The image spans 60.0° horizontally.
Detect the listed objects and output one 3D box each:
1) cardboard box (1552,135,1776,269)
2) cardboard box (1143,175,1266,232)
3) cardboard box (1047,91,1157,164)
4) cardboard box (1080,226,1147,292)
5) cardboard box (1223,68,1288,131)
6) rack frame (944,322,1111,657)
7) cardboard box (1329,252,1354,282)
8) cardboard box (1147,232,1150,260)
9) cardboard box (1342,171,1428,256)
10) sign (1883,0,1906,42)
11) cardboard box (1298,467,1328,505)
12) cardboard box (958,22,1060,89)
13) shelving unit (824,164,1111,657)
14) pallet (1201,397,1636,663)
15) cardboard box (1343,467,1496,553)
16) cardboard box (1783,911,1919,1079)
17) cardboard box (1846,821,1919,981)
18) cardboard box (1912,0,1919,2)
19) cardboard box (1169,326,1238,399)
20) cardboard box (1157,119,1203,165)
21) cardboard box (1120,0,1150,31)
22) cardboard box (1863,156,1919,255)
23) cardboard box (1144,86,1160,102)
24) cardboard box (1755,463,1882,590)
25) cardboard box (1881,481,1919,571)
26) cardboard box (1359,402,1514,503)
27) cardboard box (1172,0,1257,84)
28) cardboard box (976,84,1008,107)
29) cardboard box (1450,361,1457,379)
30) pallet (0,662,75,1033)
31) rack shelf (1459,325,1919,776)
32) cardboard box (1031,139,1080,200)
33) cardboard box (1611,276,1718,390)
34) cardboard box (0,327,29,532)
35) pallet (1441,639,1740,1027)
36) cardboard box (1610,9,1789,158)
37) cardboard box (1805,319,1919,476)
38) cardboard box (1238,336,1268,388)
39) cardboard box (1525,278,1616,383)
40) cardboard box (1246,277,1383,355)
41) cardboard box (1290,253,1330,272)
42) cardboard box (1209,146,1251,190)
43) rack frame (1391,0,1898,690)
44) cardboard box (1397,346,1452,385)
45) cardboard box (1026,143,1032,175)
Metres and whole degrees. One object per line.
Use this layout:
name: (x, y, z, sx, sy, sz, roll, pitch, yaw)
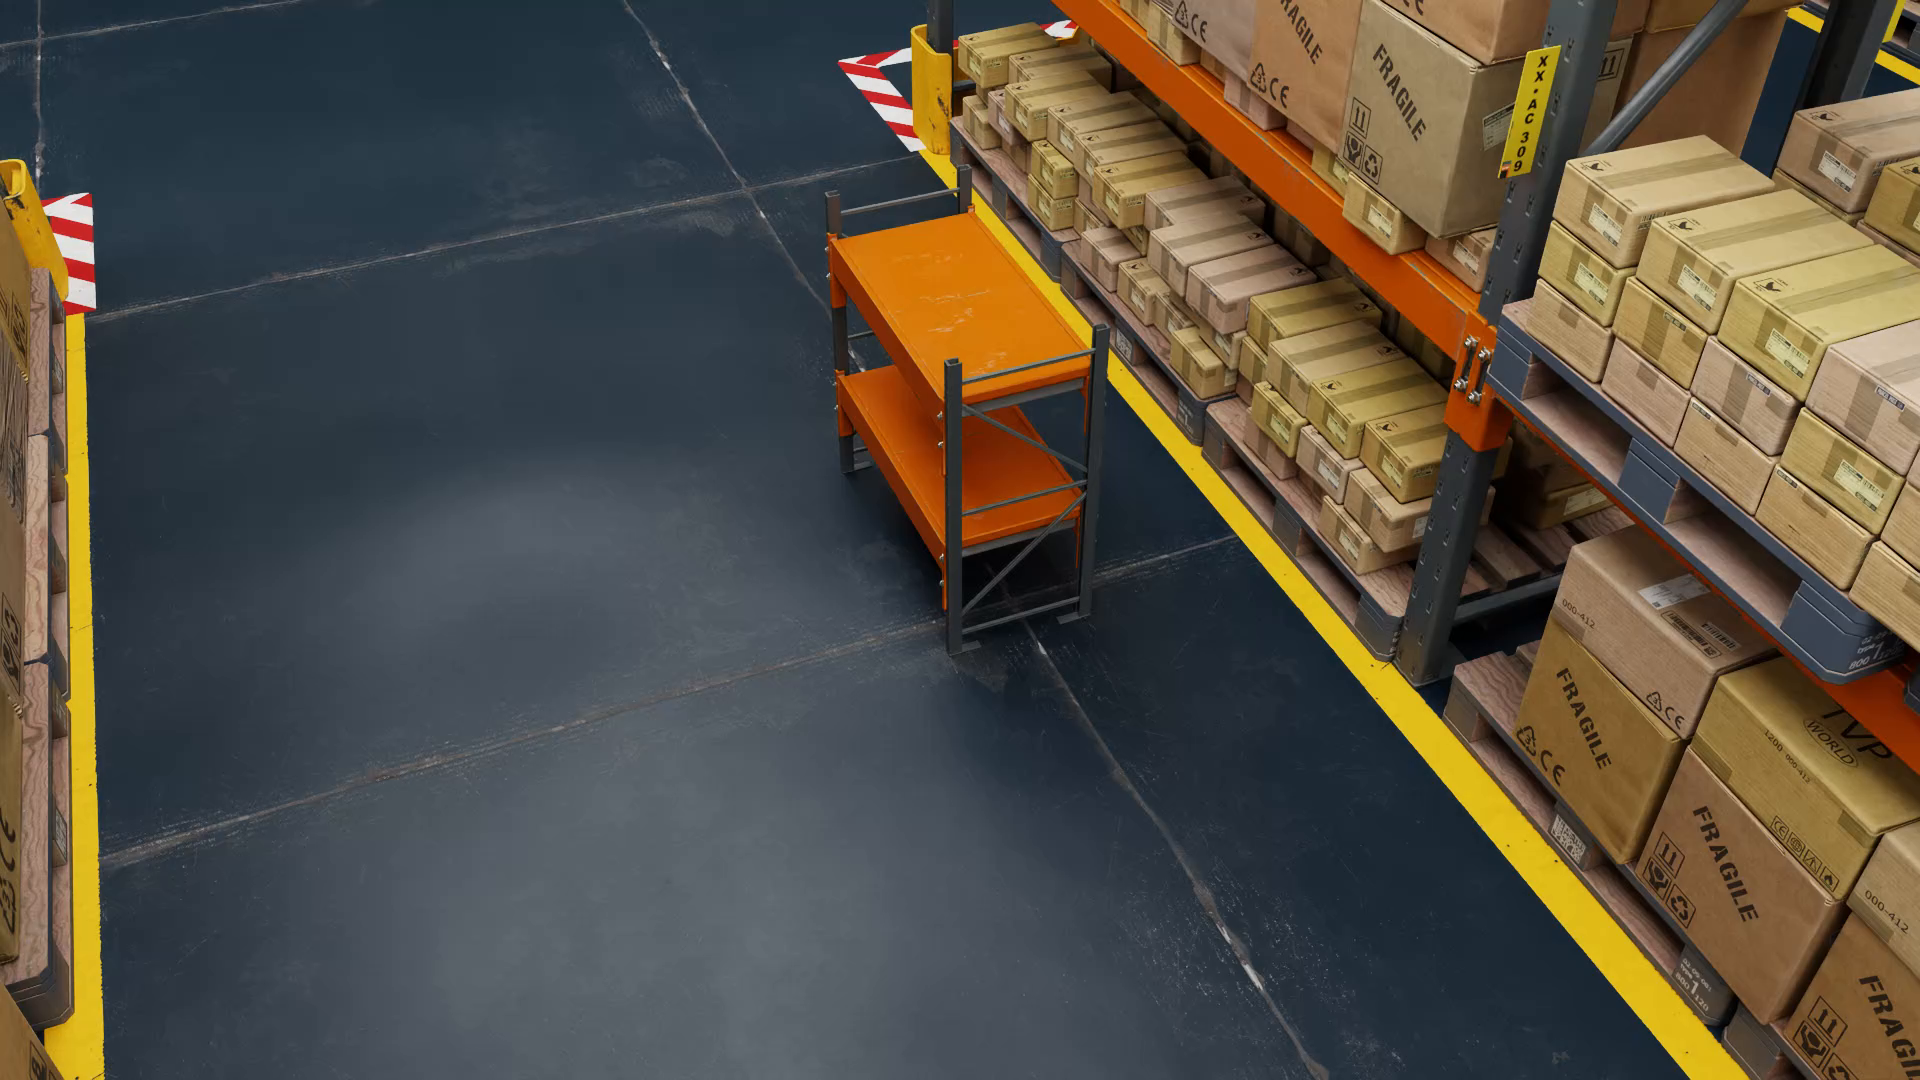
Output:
cardboard box: (1.585, -0.767, 3.756, 0.380, 0.149, 0.250, -13, 42, -15)
cardboard box: (0.921, -1.227, 6.285, 0.380, 0.149, 0.250, -15, 43, -17)
cardboard box: (0.581, -1.694, 6.828, 0.380, 0.149, 0.250, -17, 44, -19)
cardboard box: (0.707, -1.154, 6.656, 0.380, 0.149, 0.250, -17, 44, -19)
cardboard box: (1.080, -1.469, 5.351, 0.380, 0.149, 0.250, -17, 43, -19)
rack frame: (0.192, -0.124, 5.032, 0.500, 1.125, 0.032, -15, 43, -17)
cardboard box: (1.583, -1.038, 6.065, 0.380, 0.149, 0.250, -14, 43, -16)
cardboard box: (0.943, -1.110, 6.377, 0.380, 0.149, 0.250, -13, 42, -15)
cardboard box: (1.334, -0.976, 4.777, 0.380, 0.149, 0.250, -16, 43, -18)
sign: (2.370, -1.409, 4.200, 0.100, 0.325, 0.005, -15, 43, -17)
cardboard box: (1.372, -0.236, 5.589, 0.380, 0.149, 0.250, -14, 43, -16)
cardboard box: (0.215, -2.143, 7.349, 0.380, 0.149, 0.250, -17, 44, -19)
shelving unit: (-0.003, -0.431, 5.388, 0.538, 1.125, 1.048, -15, 43, -17)
pallet: (1.569, -0.168, 5.783, 1.003, 0.211, 1.213, -15, 43, -17)
cardboard box: (1.445, -0.131, 5.238, 0.380, 0.149, 0.250, -14, 43, -16)
cardboard box: (2.313, 1.101, 3.764, 0.500, 0.500, 0.500, -14, 43, -16)
cardboard box: (2.295, 0.814, 3.522, 0.500, 0.250, 0.500, -14, 43, -15)
cardboard box: (5.208, -3.350, 8.988, 0.875, 0.438, 0.875, -17, 43, -18)
cardboard box: (0.998, -0.683, 6.108, 0.380, 0.149, 0.250, -15, 43, -17)
cardboard box: (1.002, -1.683, 7.043, 0.380, 0.149, 0.250, -16, 43, -17)
cardboard box: (0.793, -1.940, 5.898, 0.380, 0.149, 0.250, -14, 43, -15)
cardboard box: (2.296, -0.764, 3.752, 0.380, 0.149, 0.250, -16, 43, -18)
cardboard box: (1.025, -1.997, 7.180, 0.380, 0.149, 0.250, -16, 43, -18)
cardboard box: (1.883, -0.073, 3.405, 0.380, 0.149, 0.250, -15, 43, -16)
cardboard box: (1.990, -0.025, 3.121, 0.380, 0.149, 0.250, -13, 42, -15)
cardboard box: (1.482, -0.283, 5.186, 0.380, 0.149, 0.250, -14, 43, -16)
cardboard box: (1.026, -1.814, 5.254, 0.500, 0.500, 0.500, -15, 43, -17)
cardboard box: (0.292, -2.051, 7.470, 0.380, 0.149, 0.250, -13, 42, -15)
cardboard box: (1.868, -0.573, 5.524, 0.380, 0.149, 0.250, -13, 42, -15)
pallet: (-2.981, 0.927, 4.511, 1.003, 0.211, 1.213, -15, 43, -17)
rack shelf: (2.624, 0.648, 3.248, 1.077, 0.370, 4.000, -15, 43, -17)
cardboard box: (0.518, -1.564, 6.905, 0.380, 0.149, 0.250, -14, 43, -16)
cardboard box: (1.686, -0.499, 3.672, 0.380, 0.149, 0.250, -16, 43, -18)
cardboard box: (-3.626, -0.502, 5.341, 0.875, 0.875, 0.875, -15, 43, -17)
pallet: (2.158, 0.696, 4.778, 1.003, 0.211, 1.213, -15, 43, -17)
cardboard box: (1.902, -1.341, 4.705, 0.500, 0.500, 0.500, -16, 43, -18)
cardboard box: (1.886, -0.295, 3.206, 0.380, 0.149, 0.250, -16, 43, -17)
cardboard box: (1.205, -0.623, 5.811, 0.380, 0.149, 0.250, -15, 43, -16)
cardboard box: (1.585, -0.541, 3.950, 0.380, 0.149, 0.250, -17, 44, -19)
cardboard box: (1.219, -0.751, 5.731, 0.380, 0.149, 0.250, -14, 43, -15)
cardboard box: (1.487, -1.089, 6.352, 0.380, 0.149, 0.250, -15, 43, -17)
cardboard box: (1.218, -1.491, 6.592, 0.380, 0.149, 0.250, -16, 43, -18)
rack frame: (1.859, -0.830, 4.414, 1.000, 3.000, 0.127, -15, 43, -17)
cardboard box: (1.710, -0.587, 5.768, 0.380, 0.149, 0.250, -15, 43, -17)
cardboard box: (0.510, -1.637, 7.217, 0.380, 0.149, 0.250, -15, 43, -16)
